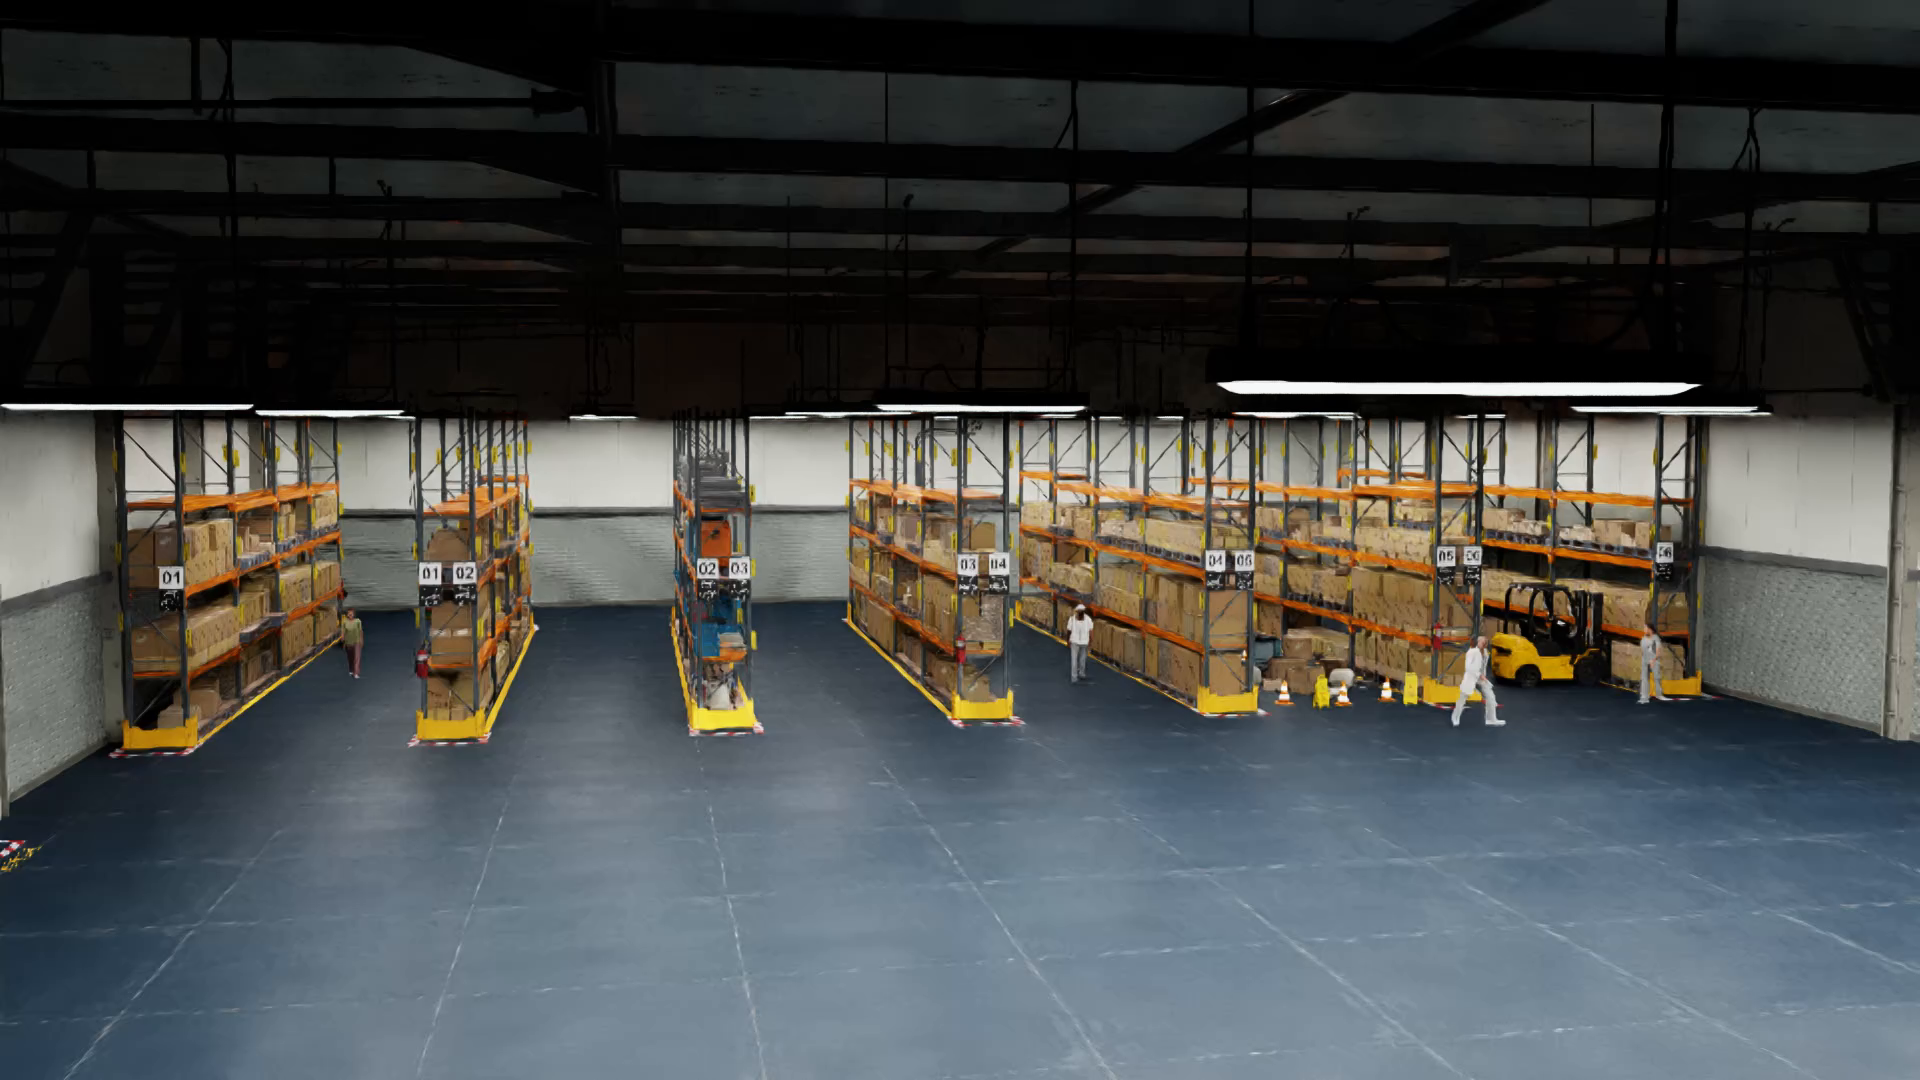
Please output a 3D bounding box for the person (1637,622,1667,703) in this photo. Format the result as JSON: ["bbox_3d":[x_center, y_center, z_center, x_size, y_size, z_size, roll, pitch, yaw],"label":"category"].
[{"bbox_3d":[14.097,2.488,33.866,0.700,1.664,0.486,-3,5,-40],"label":"person"}]

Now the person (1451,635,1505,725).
[{"bbox_3d":[9.704,2.630,31.312,0.735,1.715,0.896,-2,5,-27],"label":"person"}]

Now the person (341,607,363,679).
[{"bbox_3d":[-13.551,2.272,37.037,0.451,1.585,1.097,-1,4,-13],"label":"person"}]

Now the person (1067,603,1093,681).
[{"bbox_3d":[2.660,2.245,36.741,0.572,1.704,1.030,0,4,-2],"label":"person"}]

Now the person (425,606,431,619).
[{"bbox_3d":[-15.438,1.399,48.168,0.460,1.780,0.697,1,4,19],"label":"person"}]
